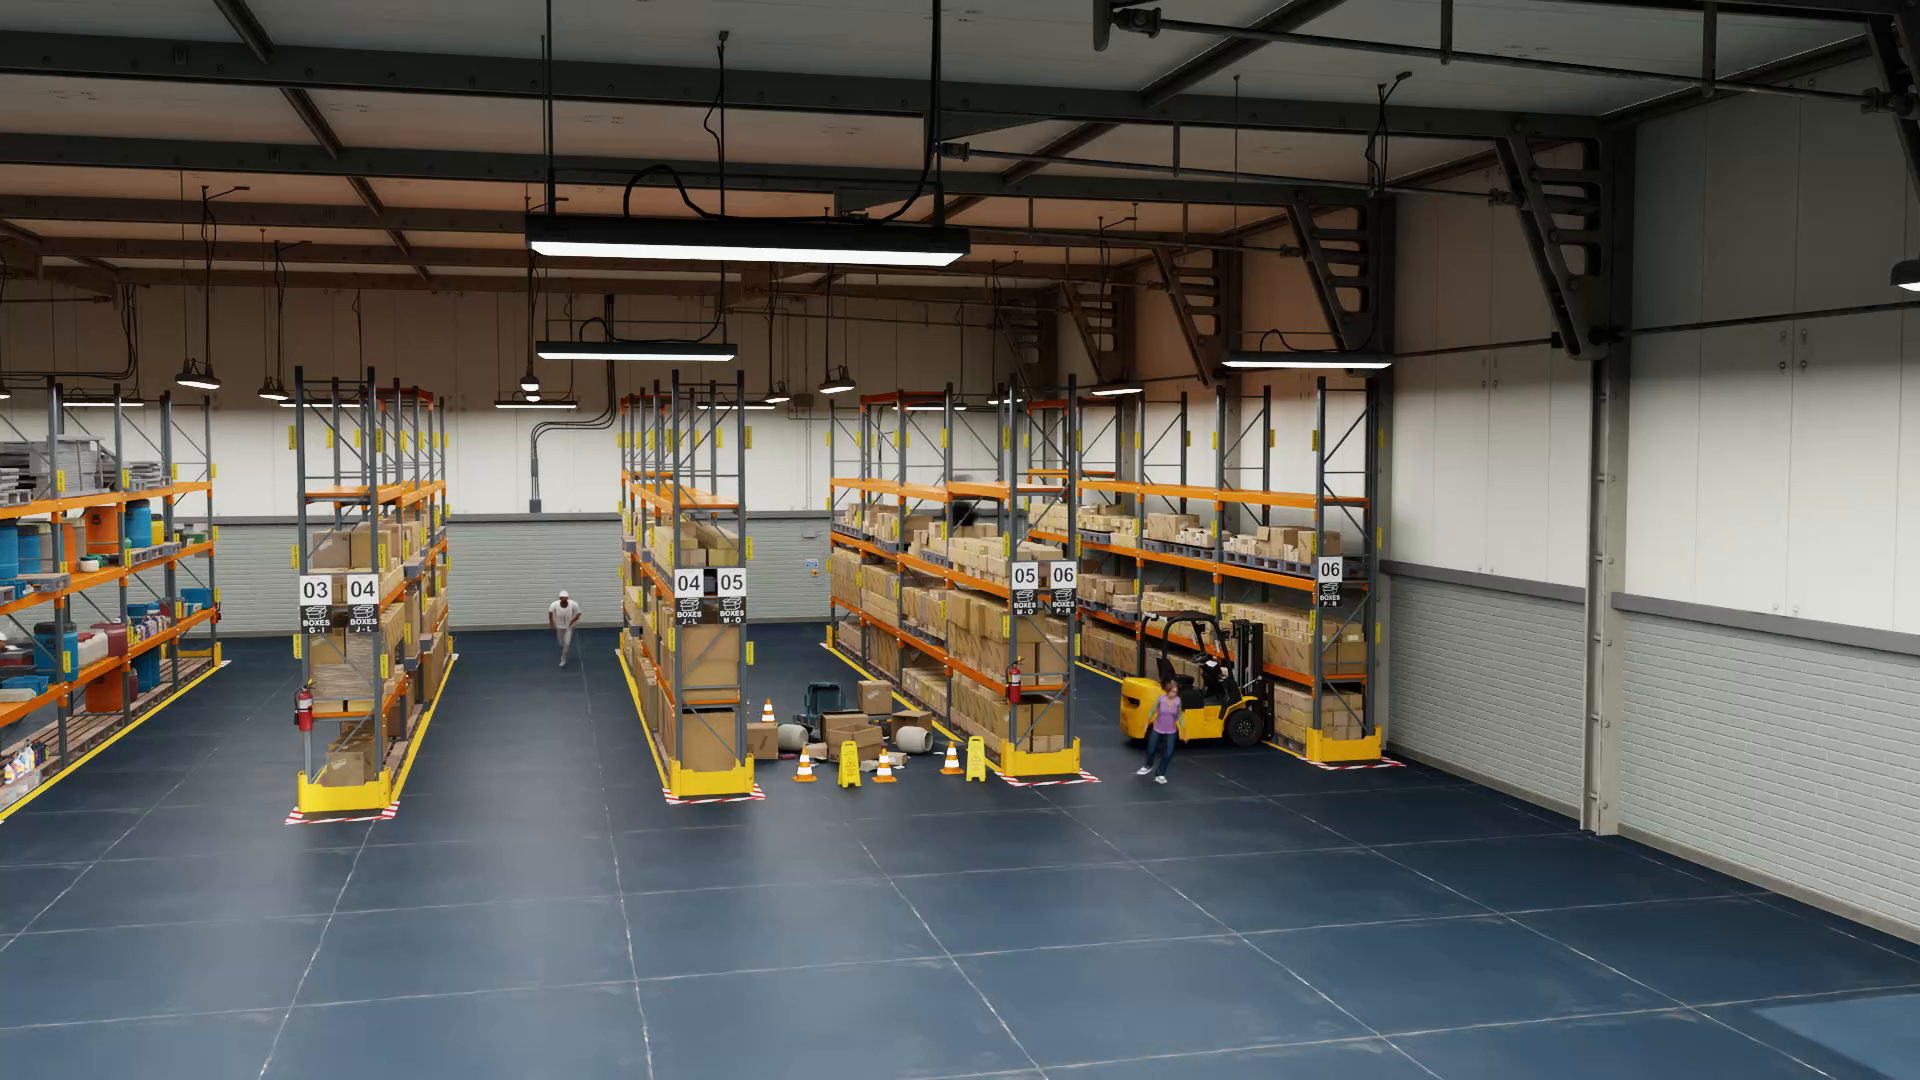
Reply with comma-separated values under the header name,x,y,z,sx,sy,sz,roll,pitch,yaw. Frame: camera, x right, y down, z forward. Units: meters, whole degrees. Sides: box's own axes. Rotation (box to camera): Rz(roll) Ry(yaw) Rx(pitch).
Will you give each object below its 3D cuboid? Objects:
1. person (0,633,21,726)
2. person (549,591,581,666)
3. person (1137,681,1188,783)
name,x,y,z,sx,sy,sz,roll,pitch,yaw
person,-16.600,2.440,28.919,0.718,1.673,0.829,-2,4,-29
person,-8.825,1.963,37.142,0.702,1.693,0.806,-1,3,-11
person,2.953,2.789,24.262,0.683,1.519,0.607,0,3,-2
